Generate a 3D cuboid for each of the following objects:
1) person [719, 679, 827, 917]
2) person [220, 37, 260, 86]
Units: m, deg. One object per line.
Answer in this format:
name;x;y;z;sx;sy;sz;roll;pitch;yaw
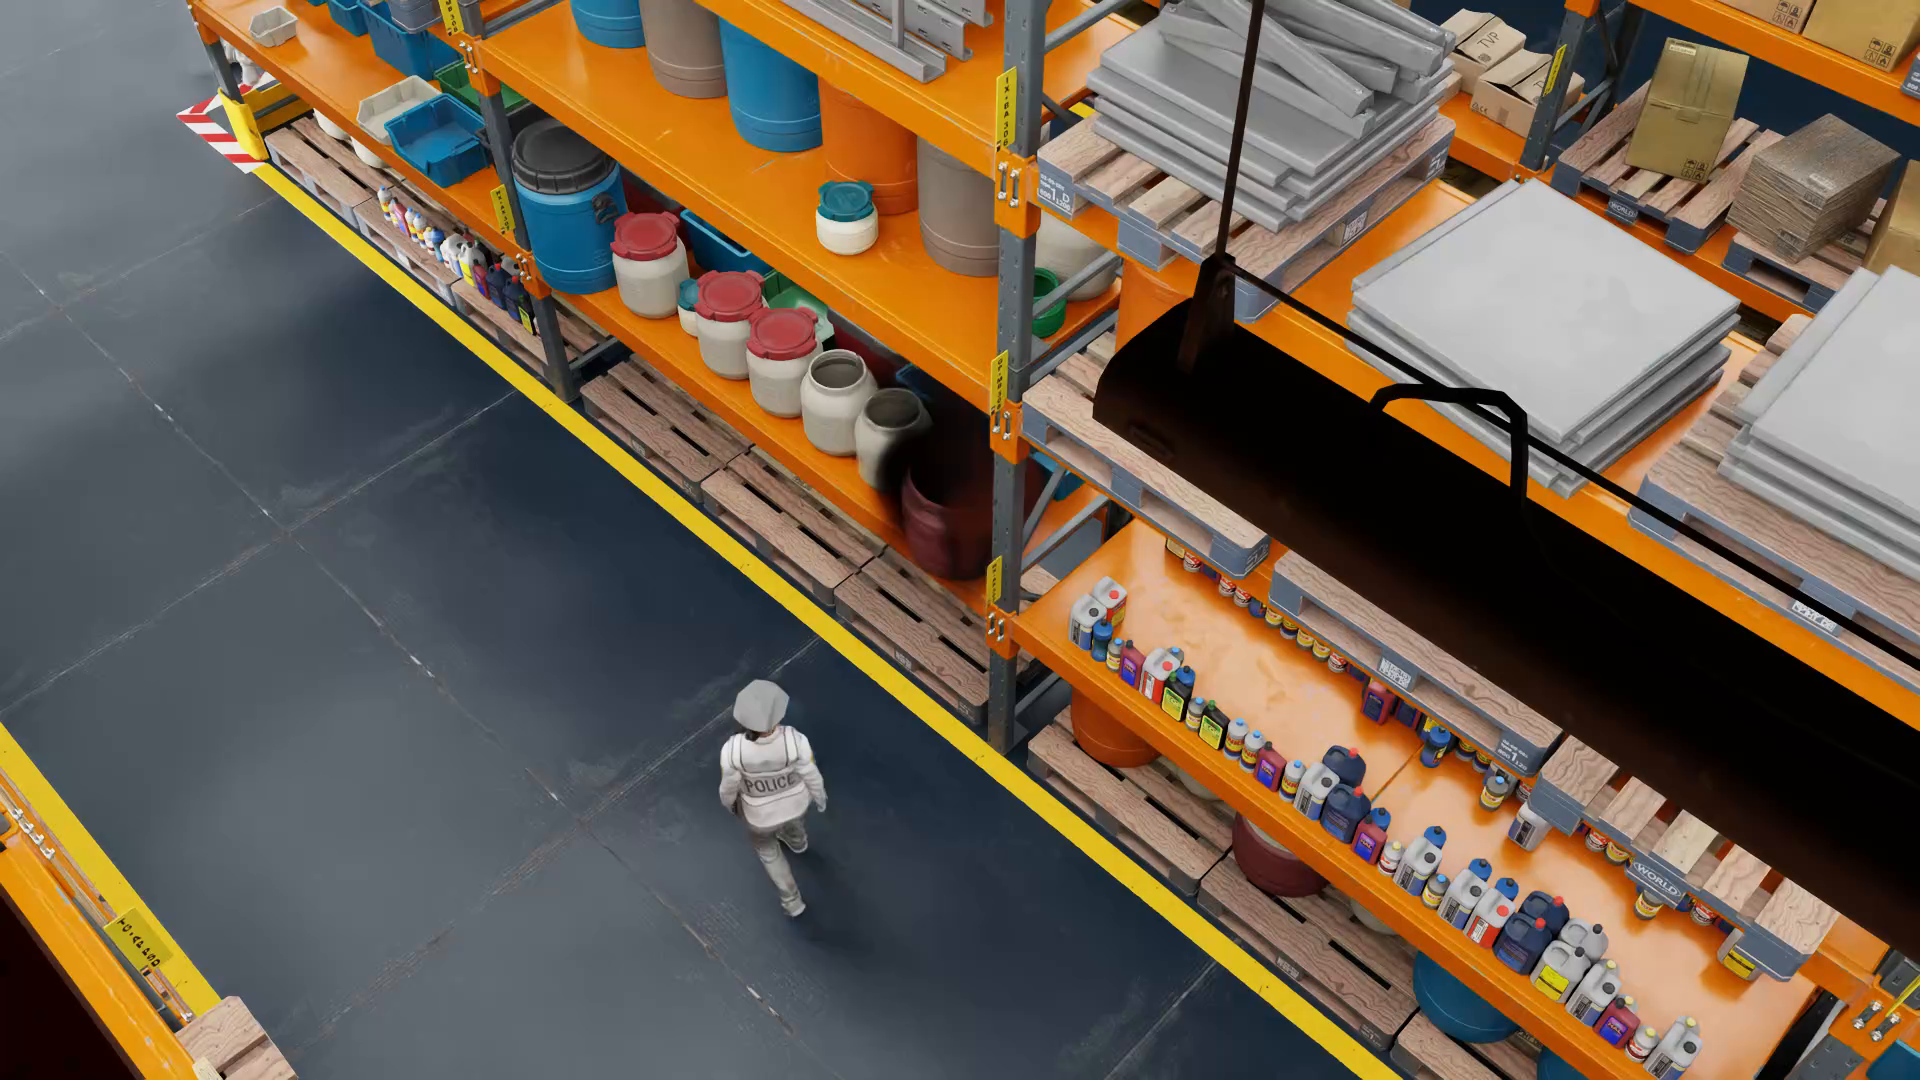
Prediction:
person;-0.947;1.292;8.312;0.497;1.740;0.607;-20;53;-16
person;-5.929;-4.447;12.972;0.606;1.763;0.644;-2;50;-2
